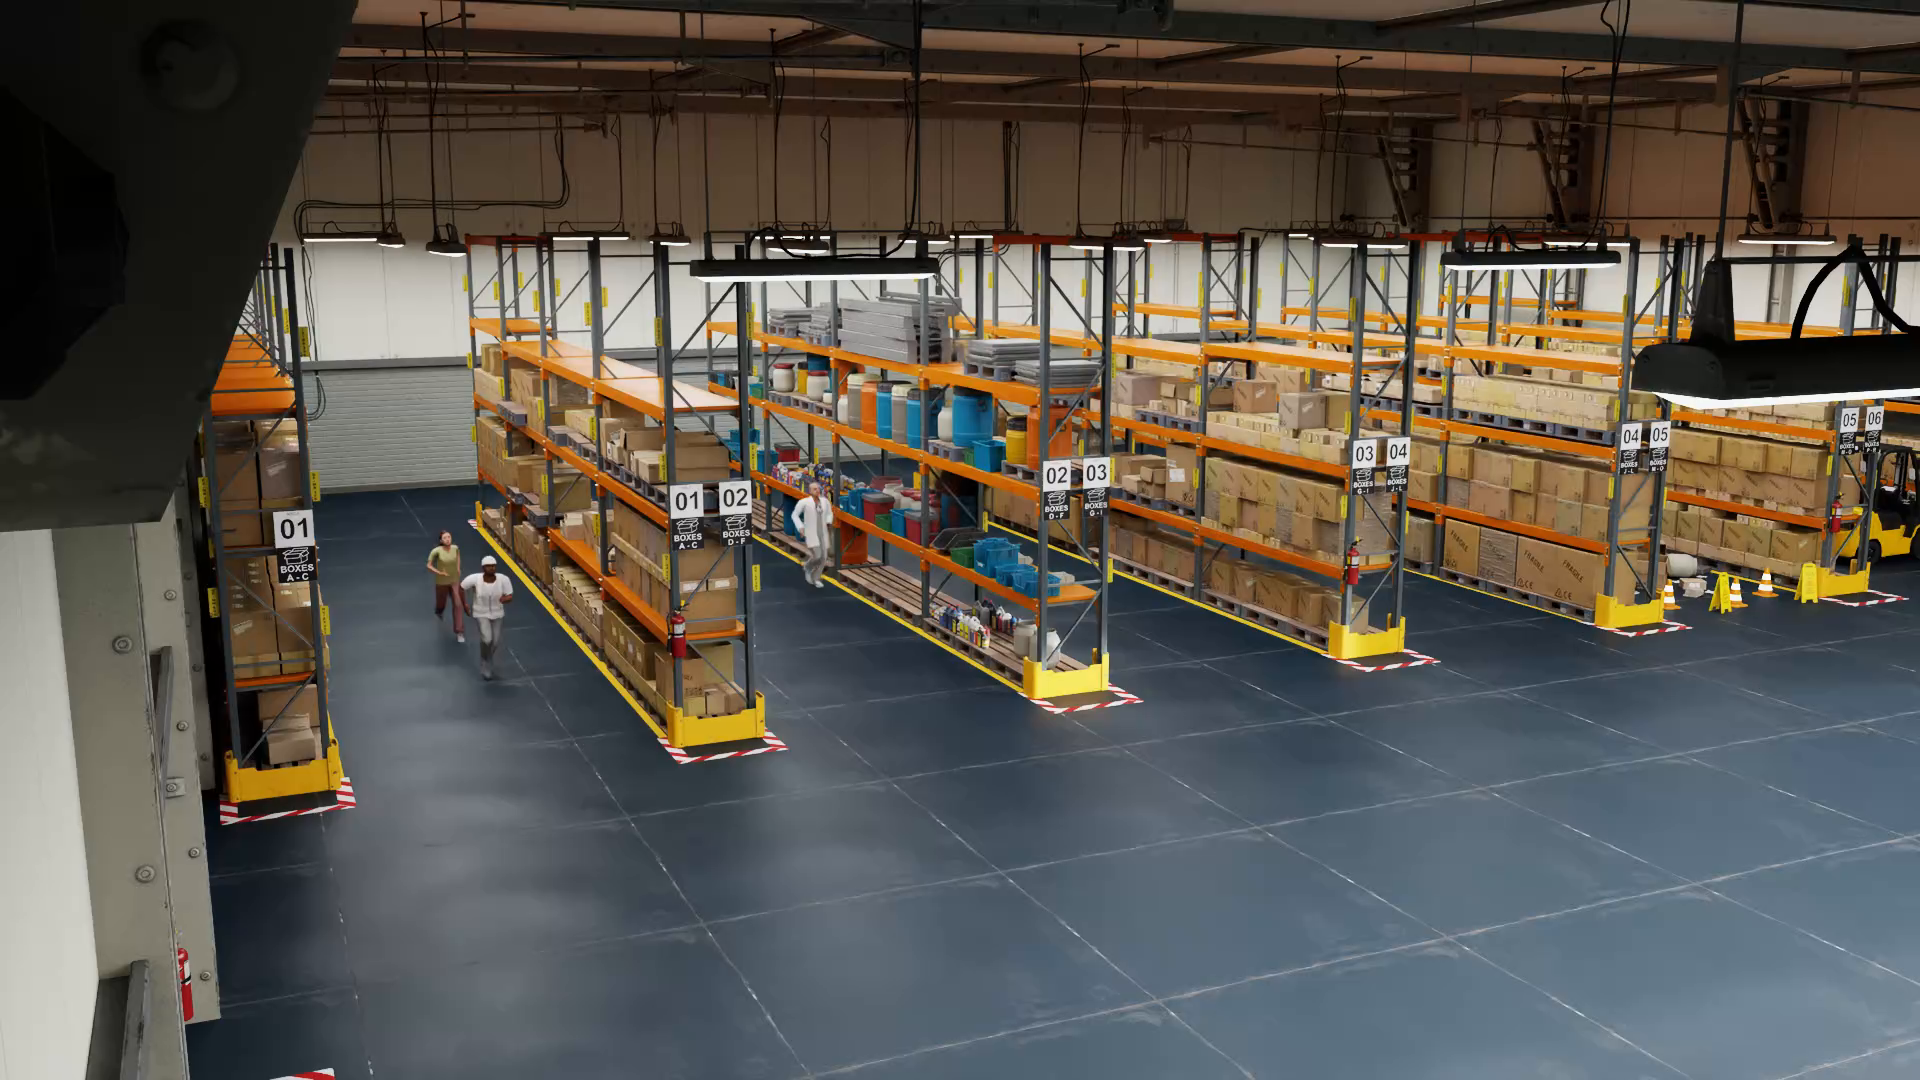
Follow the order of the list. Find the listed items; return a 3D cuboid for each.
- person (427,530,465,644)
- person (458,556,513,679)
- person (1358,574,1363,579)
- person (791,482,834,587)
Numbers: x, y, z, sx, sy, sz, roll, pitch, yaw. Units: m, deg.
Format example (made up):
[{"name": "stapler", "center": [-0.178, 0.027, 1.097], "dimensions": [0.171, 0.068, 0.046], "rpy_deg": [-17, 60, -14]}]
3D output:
[{"name": "person", "center": [-7.848, 0.667, 25.382], "dimensions": [0.546, 1.670, 1.125], "rpy_deg": [-6, 13, -28]}, {"name": "person", "center": [-6.535, 1.061, 23.060], "dimensions": [0.677, 1.738, 0.767], "rpy_deg": [-7, 13, -31]}, {"name": "person", "center": [7.011, -0.184, 29.776], "dimensions": [0.563, 1.666, 0.802], "rpy_deg": [-4, 12, -20]}, {"name": "person", "center": [-2.371, -0.080, 27.497], "dimensions": [0.708, 1.742, 0.578], "rpy_deg": [-7, 13, -31]}]
